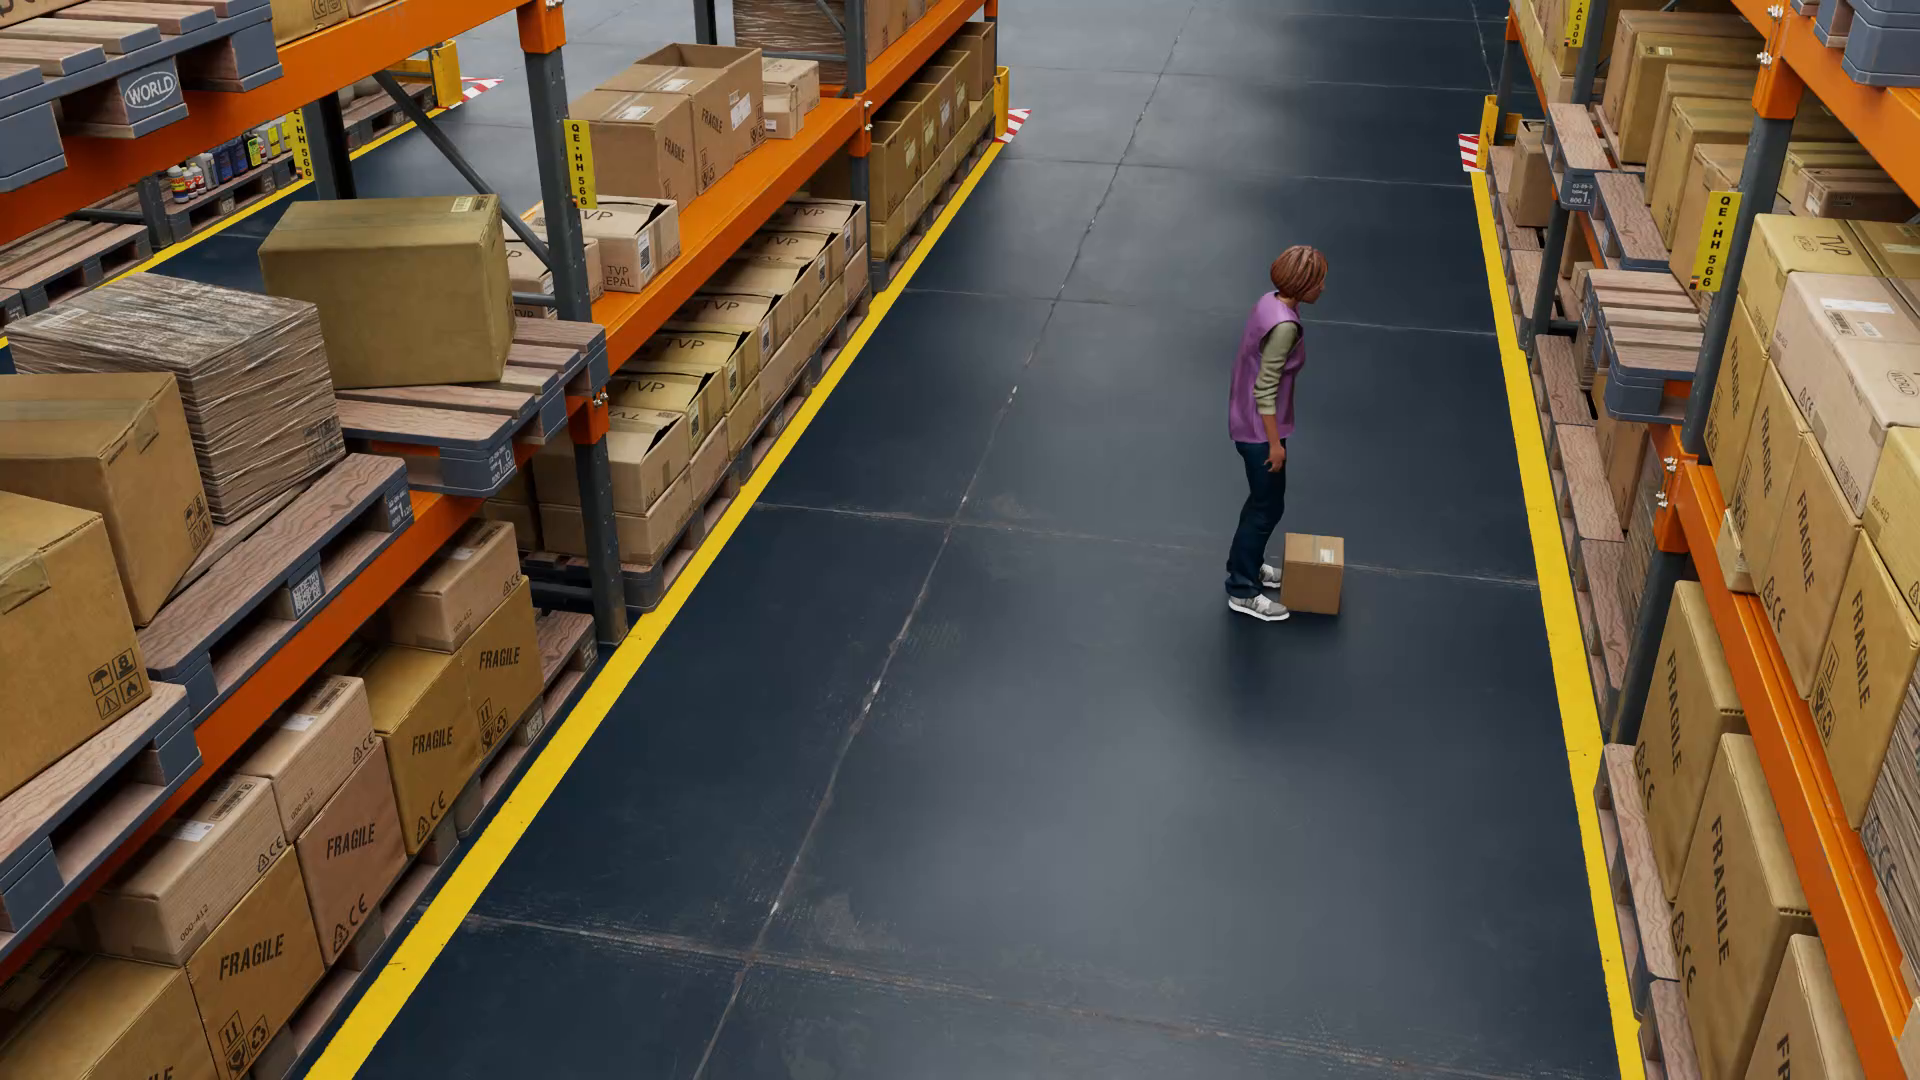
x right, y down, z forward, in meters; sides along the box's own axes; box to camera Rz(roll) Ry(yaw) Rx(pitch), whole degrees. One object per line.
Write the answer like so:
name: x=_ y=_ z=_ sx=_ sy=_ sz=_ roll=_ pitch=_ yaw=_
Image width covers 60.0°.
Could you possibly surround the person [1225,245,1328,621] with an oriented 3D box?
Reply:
person: x=1.290 y=-0.460 z=6.961 sx=0.345 sy=1.591 sz=0.478 roll=4 pitch=29 yaw=8
